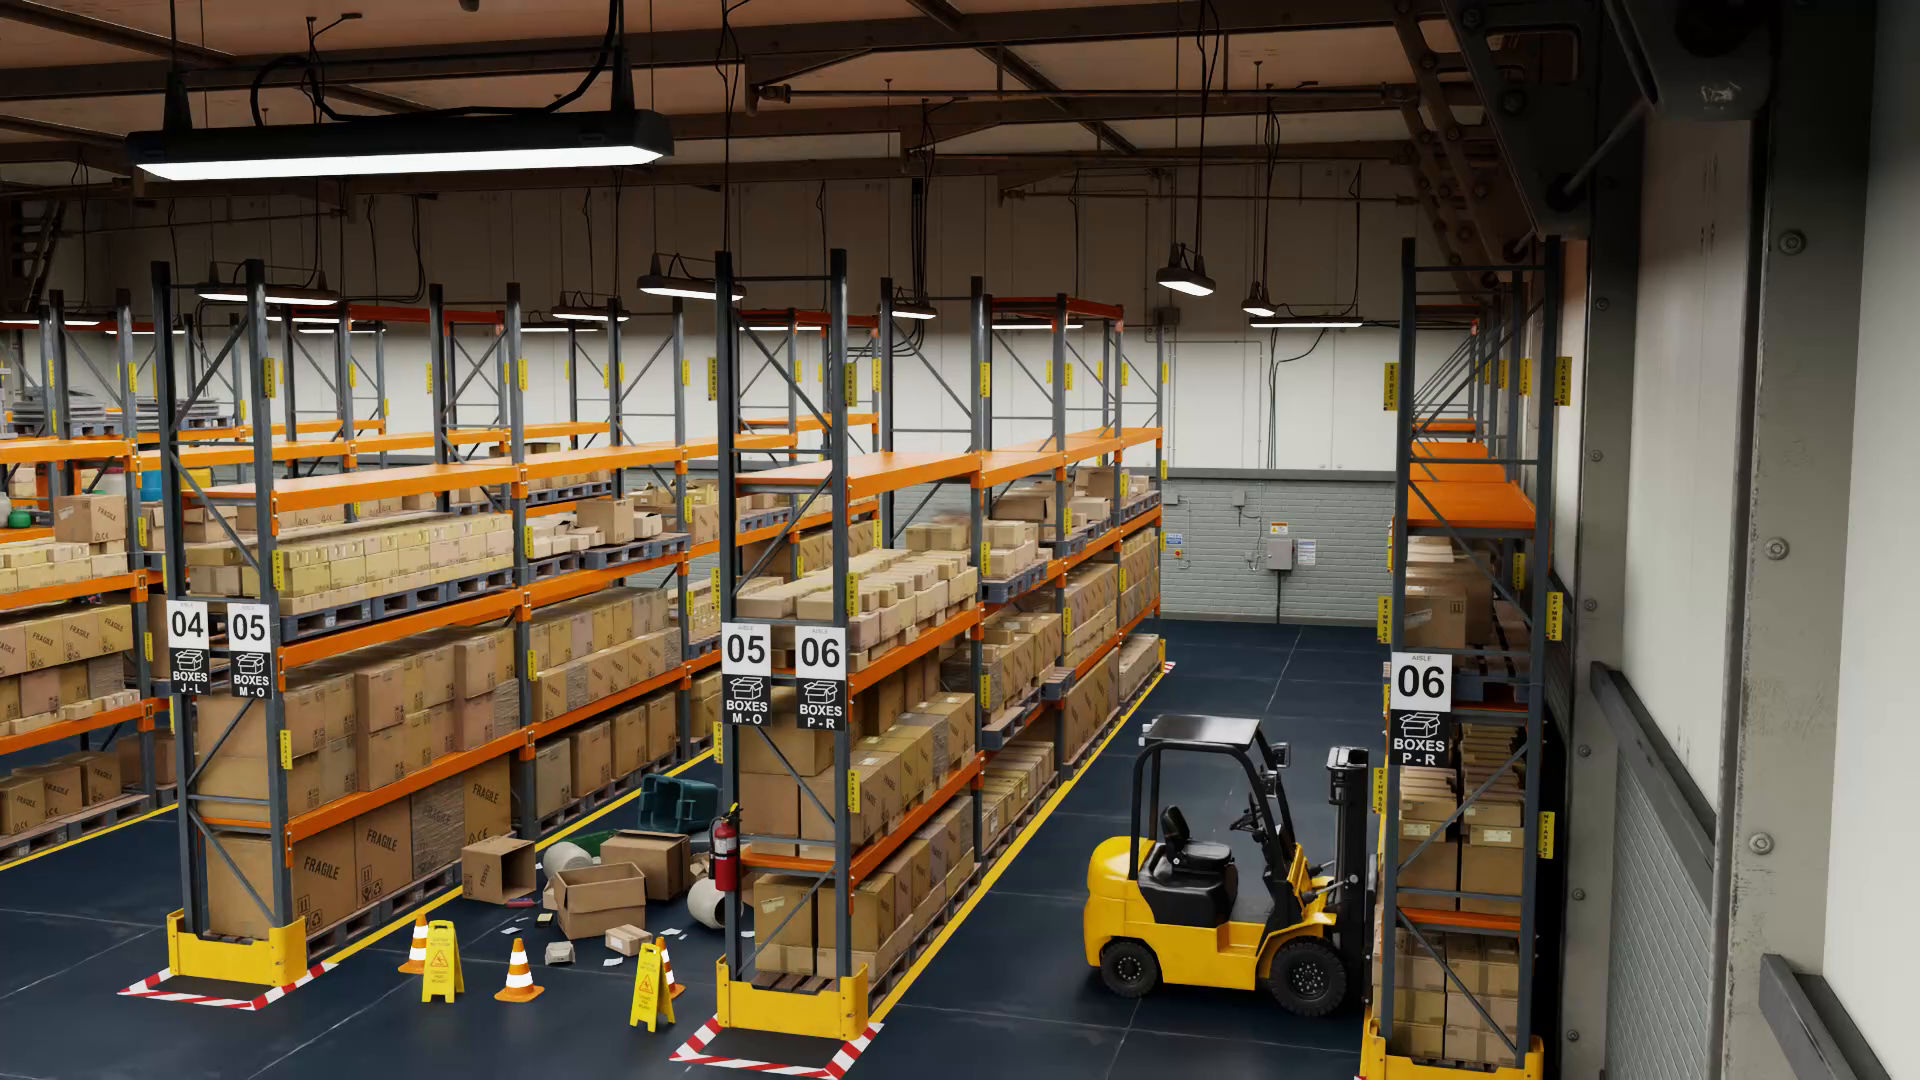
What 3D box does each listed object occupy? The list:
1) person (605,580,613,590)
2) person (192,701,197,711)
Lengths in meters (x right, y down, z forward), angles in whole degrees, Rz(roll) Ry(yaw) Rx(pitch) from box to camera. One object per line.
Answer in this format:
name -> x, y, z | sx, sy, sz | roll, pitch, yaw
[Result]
person -> -5.844, 1.401, 27.925 | 0.525, 1.594, 1.033 | 1, 6, 12
person -> -11.365, 1.714, 24.706 | 0.471, 1.654, 0.461 | 4, 7, 36
